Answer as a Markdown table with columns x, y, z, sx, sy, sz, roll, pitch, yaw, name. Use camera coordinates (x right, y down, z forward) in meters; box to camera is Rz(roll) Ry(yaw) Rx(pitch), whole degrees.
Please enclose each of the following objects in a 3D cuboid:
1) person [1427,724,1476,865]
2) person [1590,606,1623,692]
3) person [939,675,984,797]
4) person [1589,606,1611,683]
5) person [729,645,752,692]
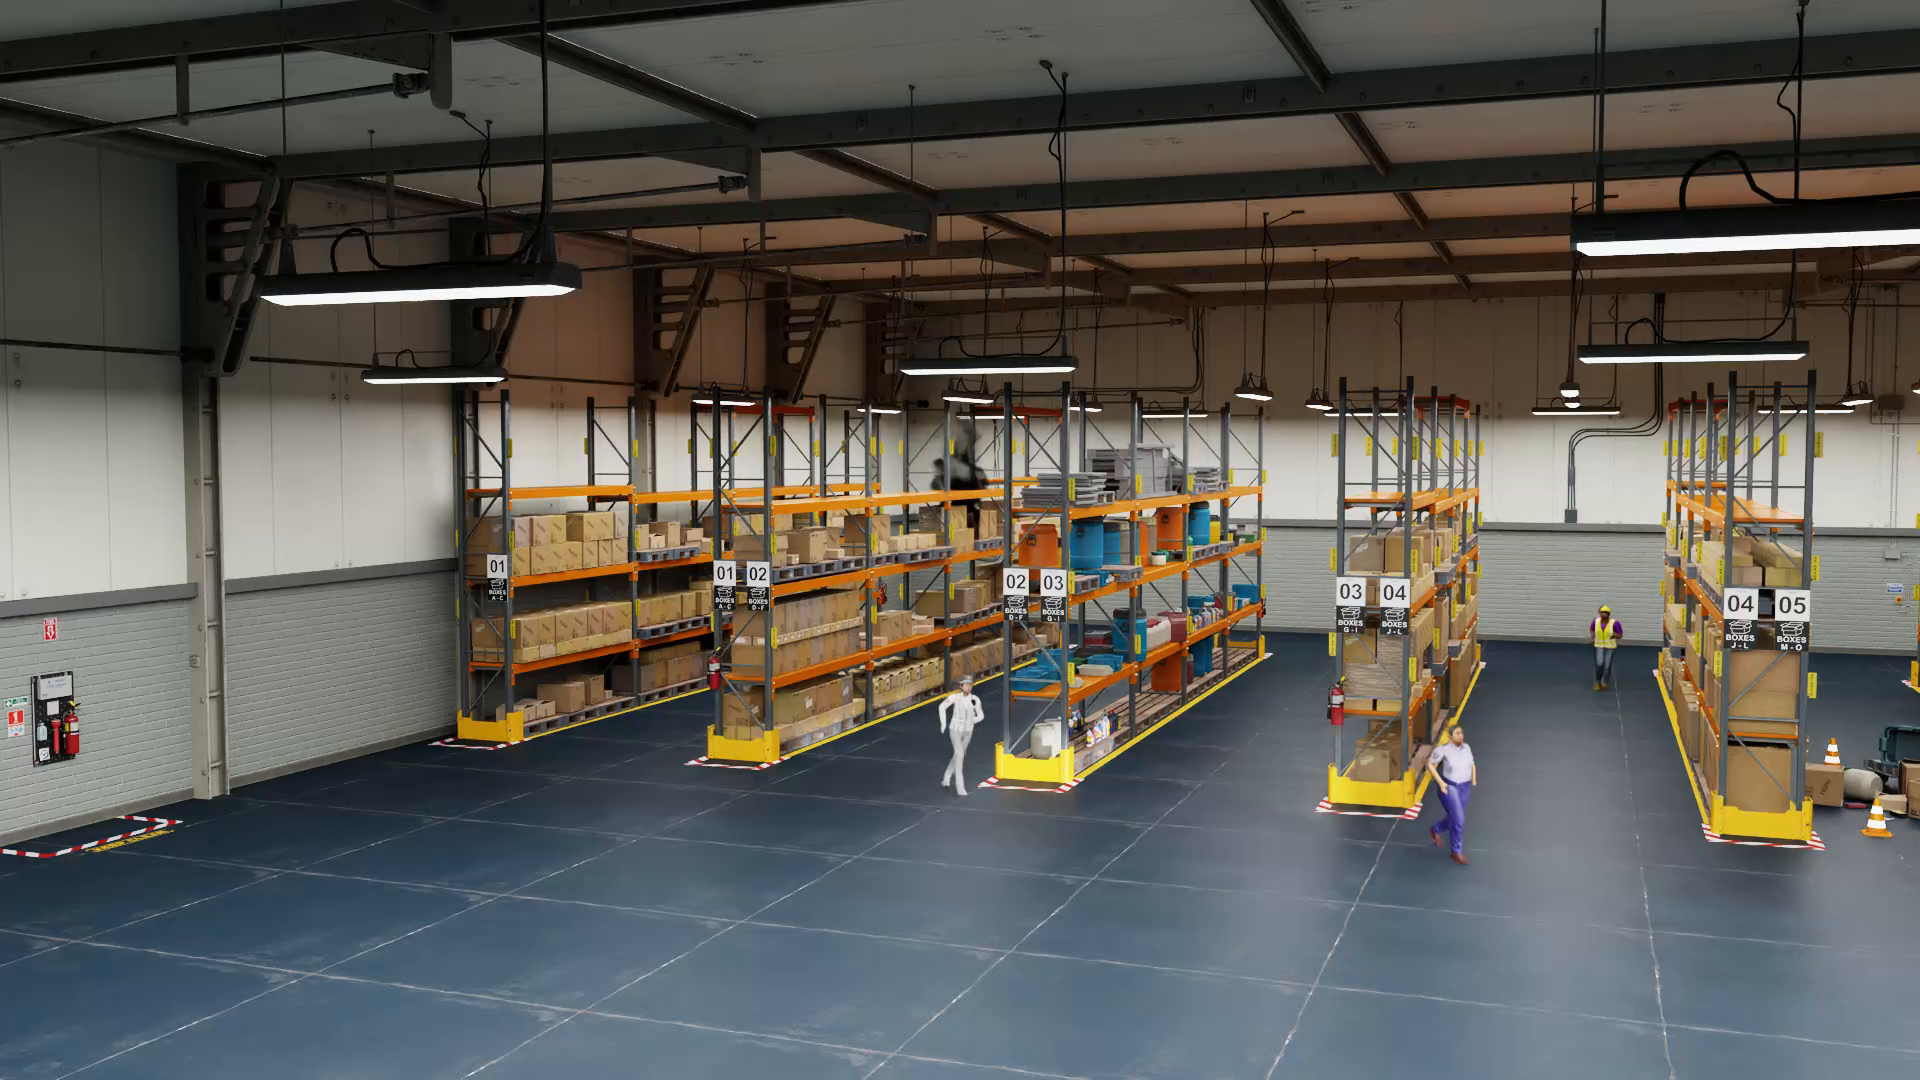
| x | y | z | sx | sy | sz | roll | pitch | yaw | name |
| --- | --- | --- | --- | --- | --- | --- | --- | --- | --- |
| 5.998 | 3.070 | 20.322 | 0.608 | 1.677 | 0.799 | -1 | 3 | -25 | person |
| 13.289 | 2.253 | 34.236 | 0.664 | 1.799 | 0.718 | 2 | 3 | 26 | person |
| 0.060 | 2.816 | 24.267 | 0.611 | 1.690 | 0.846 | -1 | 3 | -22 | person |
| 13.859 | 2.225 | 35.926 | 0.511 | 1.616 | 0.847 | 2 | 4 | 26 | person |
| -4.000 | 2.401 | 31.065 | 0.664 | 1.779 | 0.953 | 1 | 3 | 12 | person |
